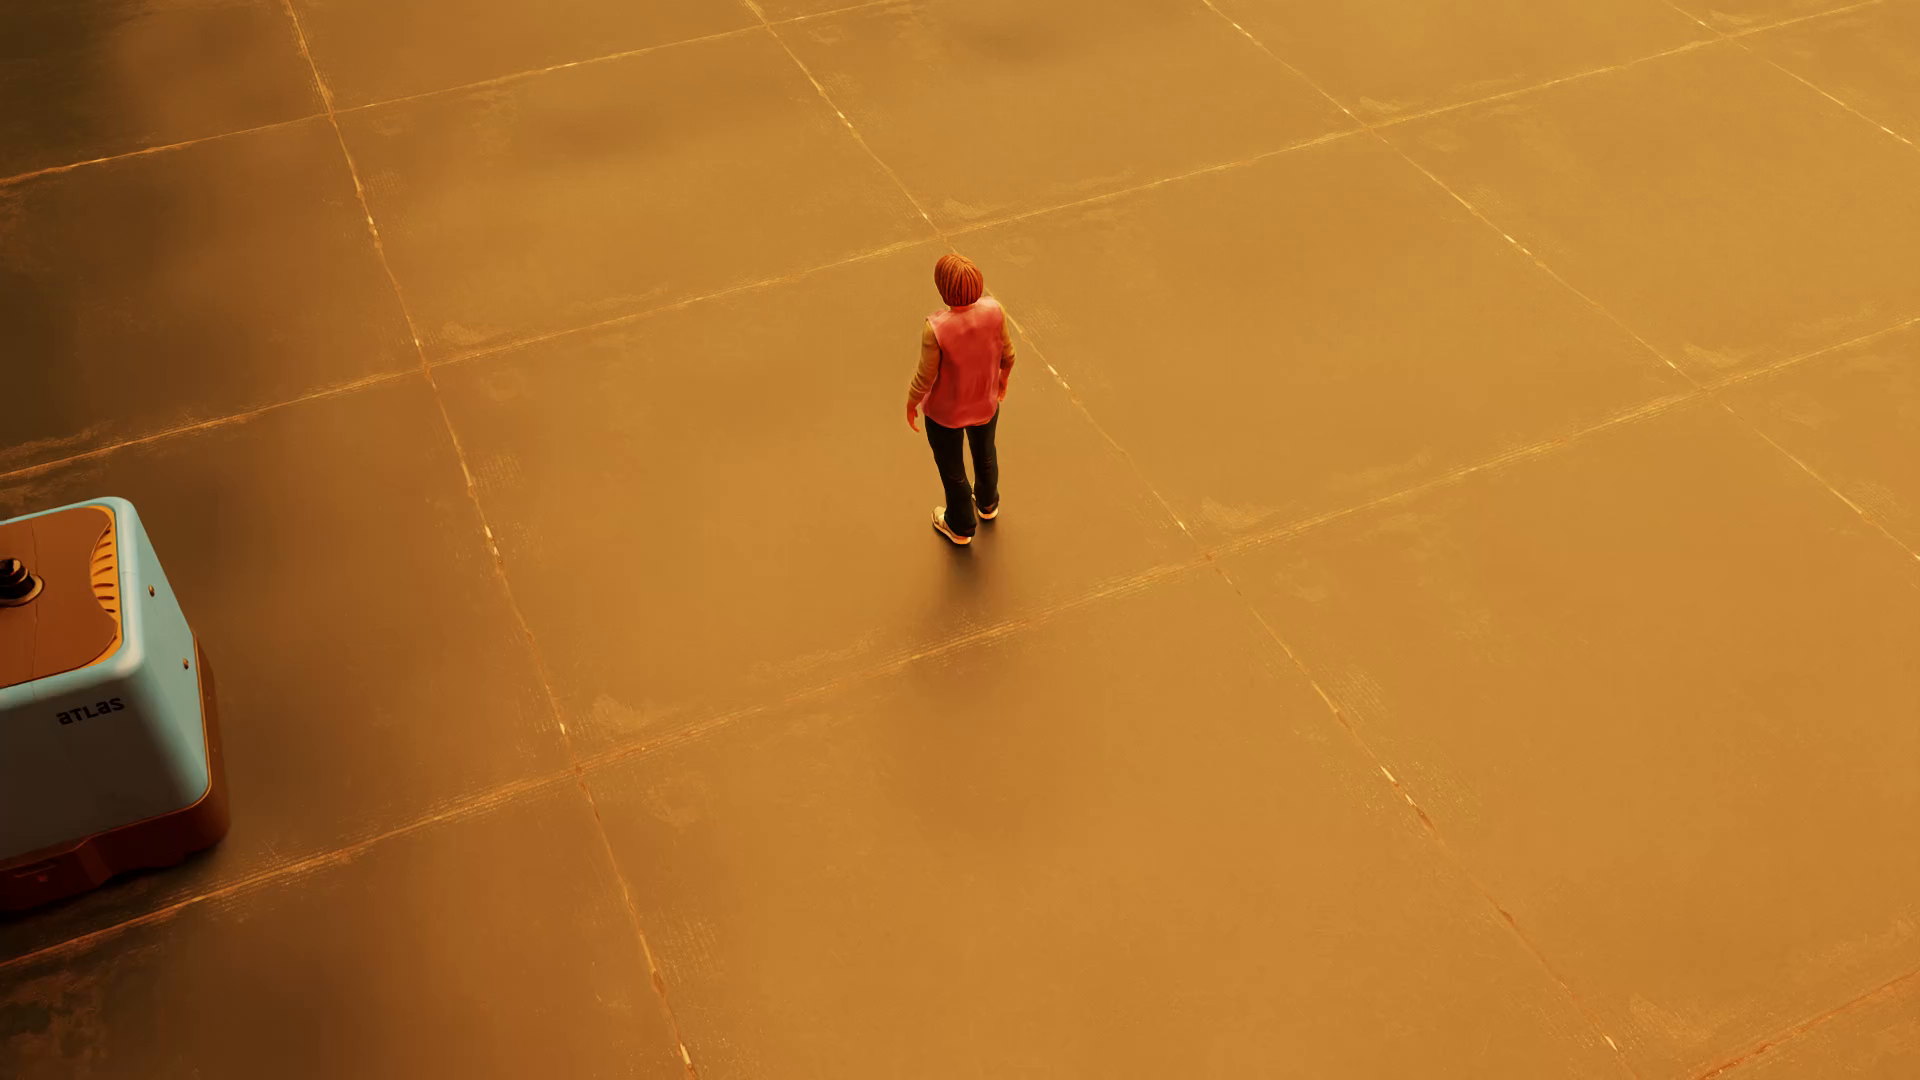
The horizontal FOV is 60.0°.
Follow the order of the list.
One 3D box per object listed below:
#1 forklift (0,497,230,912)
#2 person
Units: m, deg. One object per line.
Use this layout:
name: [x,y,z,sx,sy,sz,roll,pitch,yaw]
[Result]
forklift: [-4.432,0.212,5.453,3.031,2.935,1.130,-16,45,-16]
person: [-0.019,-0.640,7.332,0.520,1.599,0.473,-18,46,-18]
